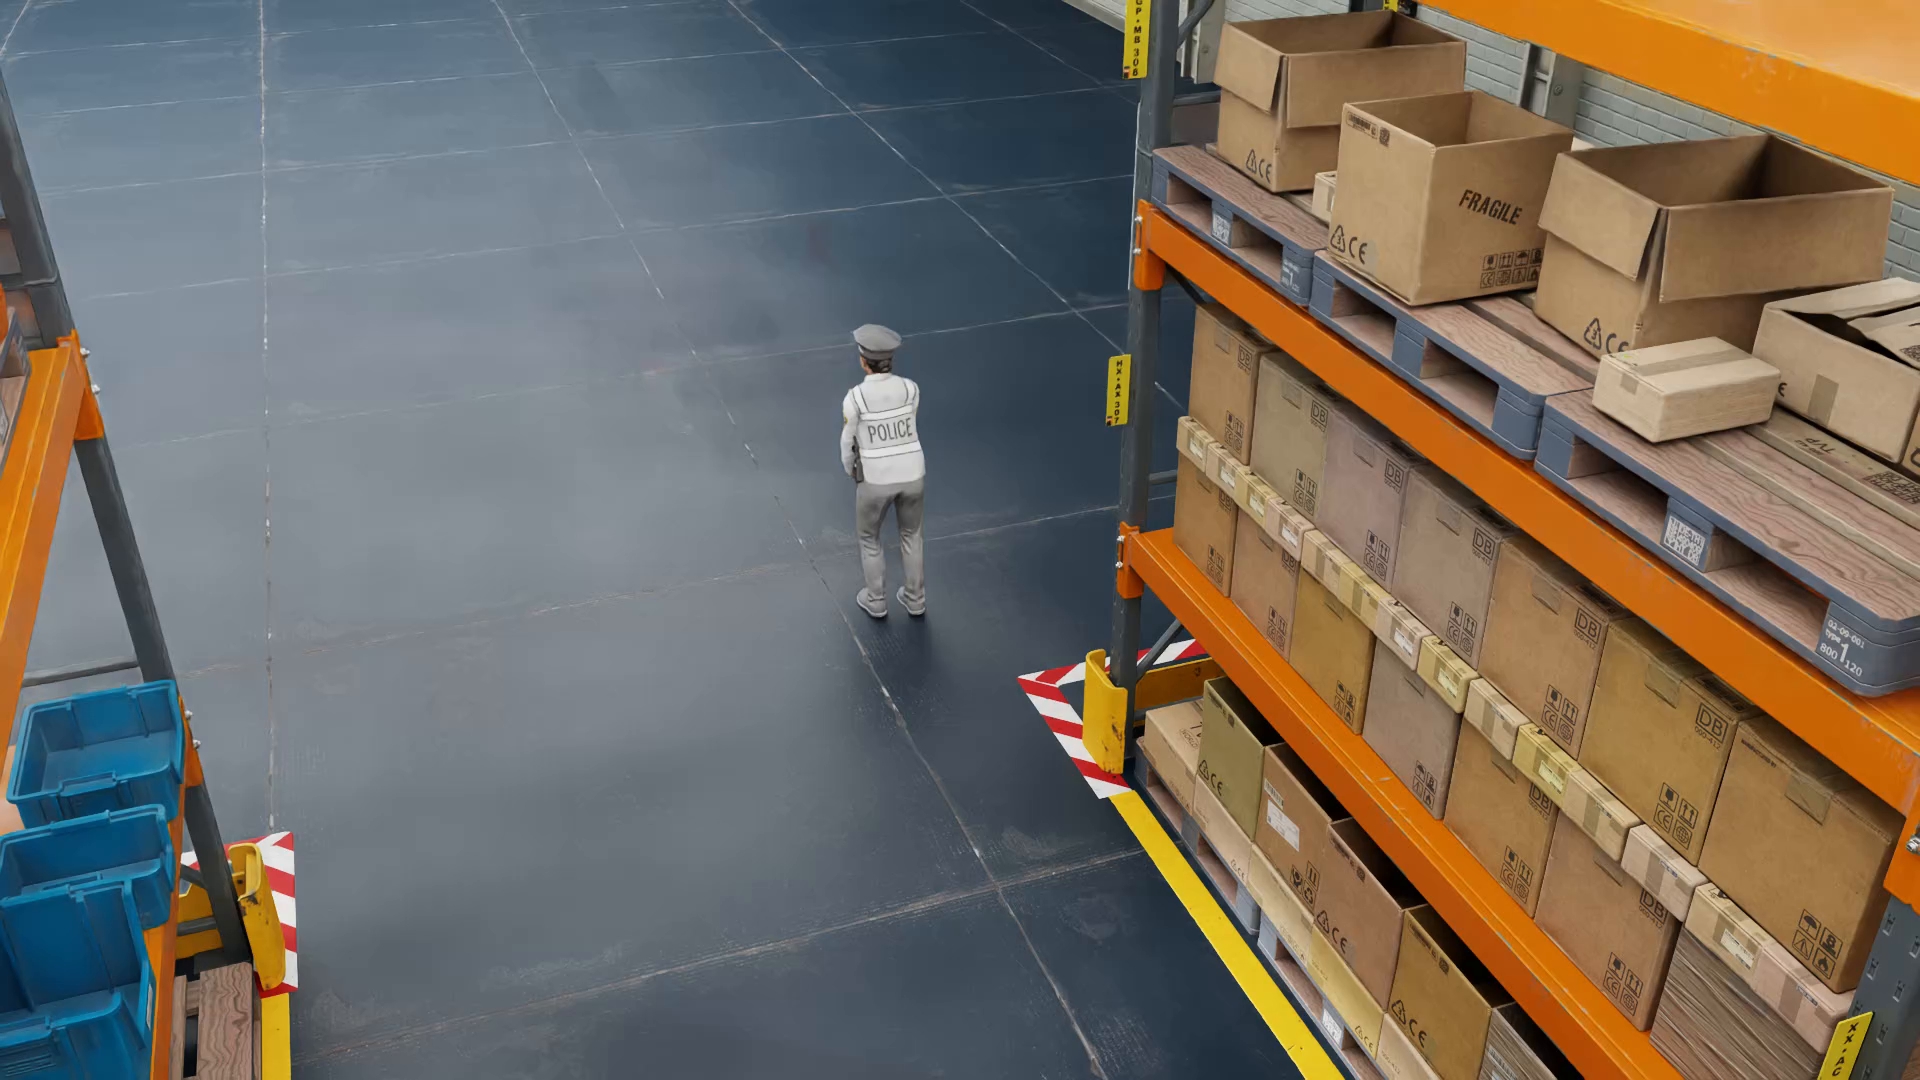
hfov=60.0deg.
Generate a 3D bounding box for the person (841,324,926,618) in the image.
[{"bbox_3d":[-0.420,-0.352,8.971,0.415,1.648,0.549,-11,32,-18],"label":"person"}]
